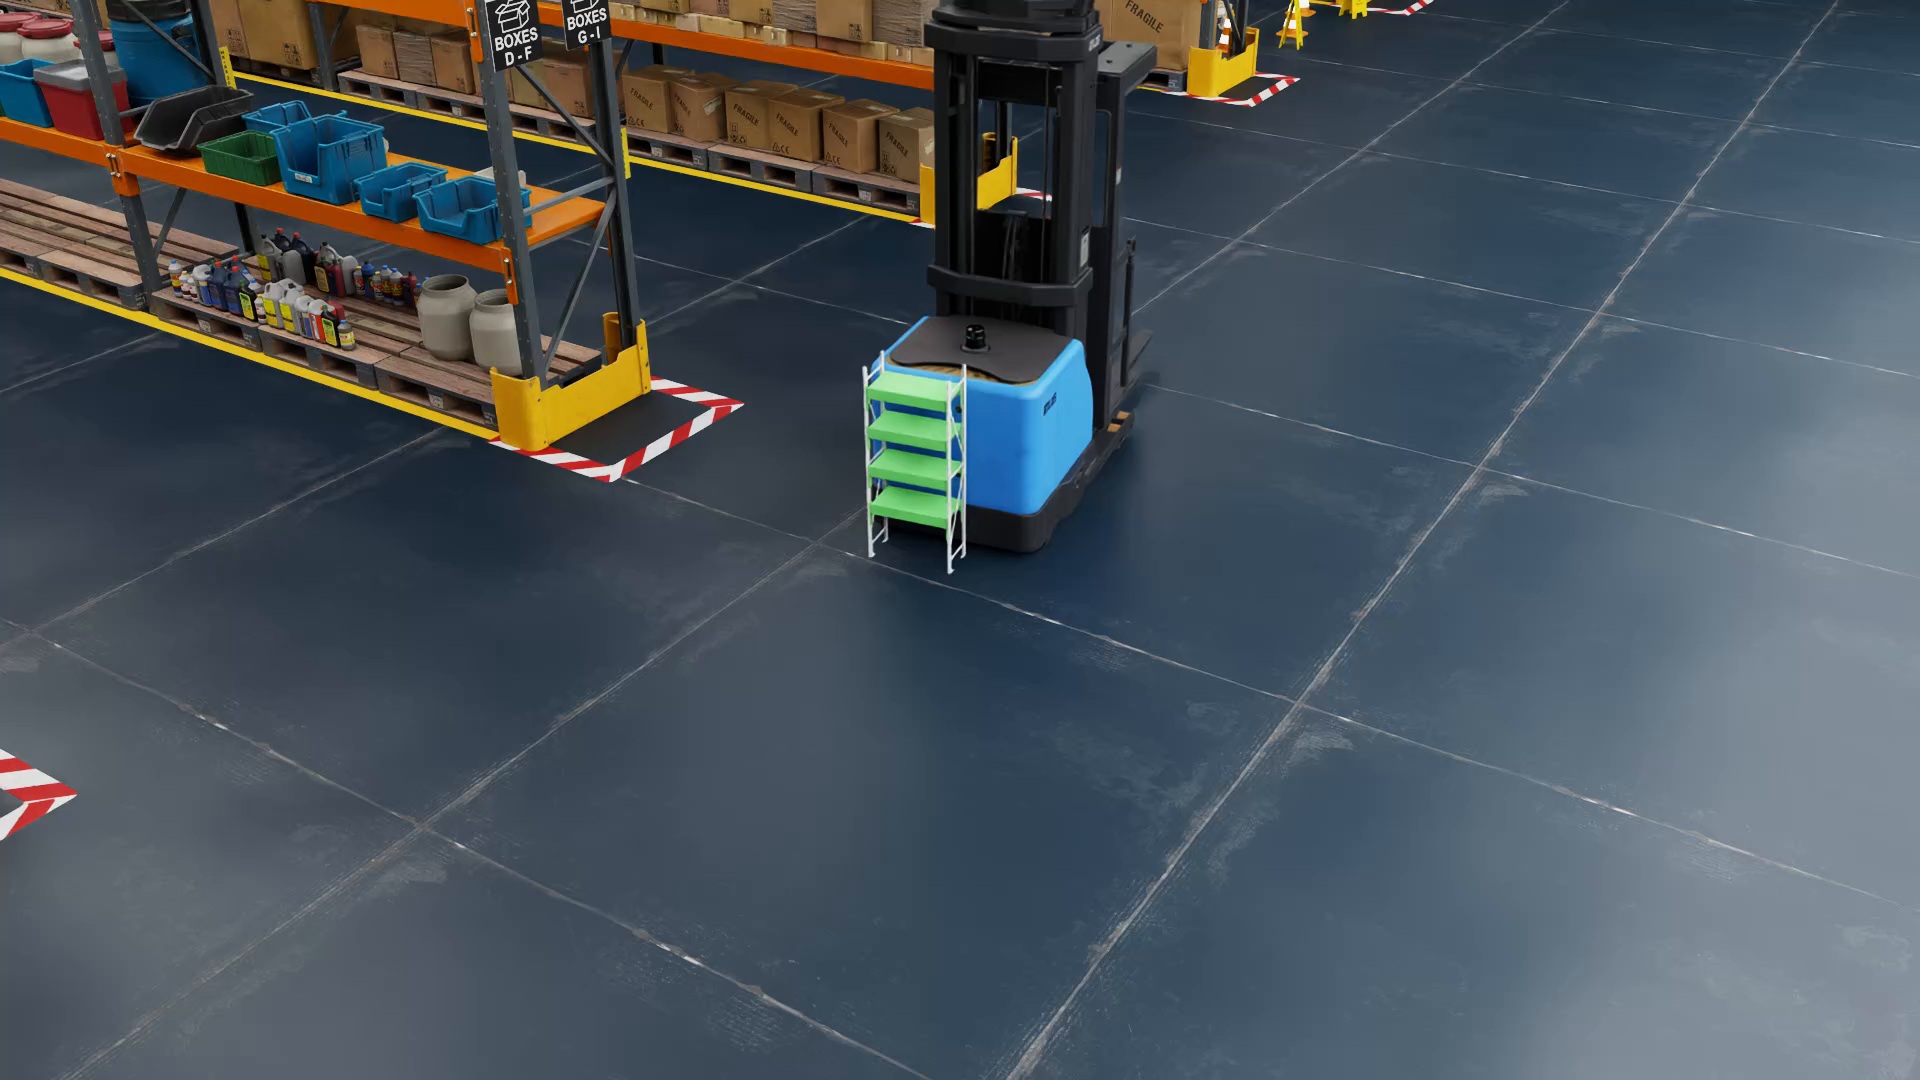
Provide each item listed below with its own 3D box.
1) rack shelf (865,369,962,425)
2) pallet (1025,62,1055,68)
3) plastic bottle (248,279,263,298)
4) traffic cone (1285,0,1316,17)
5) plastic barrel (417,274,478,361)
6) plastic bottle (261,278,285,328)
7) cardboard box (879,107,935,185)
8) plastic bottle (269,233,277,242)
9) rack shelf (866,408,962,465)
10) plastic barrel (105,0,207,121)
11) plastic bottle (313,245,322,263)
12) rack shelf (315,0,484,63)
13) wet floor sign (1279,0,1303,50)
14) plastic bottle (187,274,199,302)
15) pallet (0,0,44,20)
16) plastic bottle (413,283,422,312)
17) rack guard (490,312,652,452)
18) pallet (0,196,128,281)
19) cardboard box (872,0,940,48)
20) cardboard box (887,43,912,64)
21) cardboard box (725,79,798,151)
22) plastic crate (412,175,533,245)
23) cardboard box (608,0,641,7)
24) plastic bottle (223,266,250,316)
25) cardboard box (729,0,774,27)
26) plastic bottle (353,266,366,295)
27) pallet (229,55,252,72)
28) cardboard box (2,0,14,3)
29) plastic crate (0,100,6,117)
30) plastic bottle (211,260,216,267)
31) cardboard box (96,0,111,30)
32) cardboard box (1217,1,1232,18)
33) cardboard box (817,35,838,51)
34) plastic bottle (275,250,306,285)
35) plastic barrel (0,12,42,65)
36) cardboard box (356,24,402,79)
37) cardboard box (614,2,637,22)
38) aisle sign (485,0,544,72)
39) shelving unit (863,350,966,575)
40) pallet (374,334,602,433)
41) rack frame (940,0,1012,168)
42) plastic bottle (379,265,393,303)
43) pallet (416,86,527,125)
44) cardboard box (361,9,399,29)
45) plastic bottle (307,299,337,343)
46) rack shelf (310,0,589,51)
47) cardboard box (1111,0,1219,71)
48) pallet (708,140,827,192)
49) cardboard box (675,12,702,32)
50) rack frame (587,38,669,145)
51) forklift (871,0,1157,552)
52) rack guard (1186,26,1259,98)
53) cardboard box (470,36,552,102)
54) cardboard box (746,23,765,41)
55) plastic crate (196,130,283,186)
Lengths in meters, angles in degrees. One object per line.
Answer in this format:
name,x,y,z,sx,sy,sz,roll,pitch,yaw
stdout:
rack shelf,-0.246,-0.783,9.075,0.480,0.148,0.258,11,32,19
pallet,1.124,-5.655,19.233,1.213,0.211,1.003,18,35,27
plastic bottle,-5.104,-1.763,12.066,0.097,0.271,0.097,0,30,0
traffic cone,4.368,-6.960,21.221,0.334,0.463,0.336,18,35,27
plastic barrel,-3.506,-1.532,11.452,0.421,0.512,0.421,0,30,0
plastic bottle,-4.888,-1.707,11.891,0.185,0.351,0.144,17,34,27
cardboard box,-0.370,-3.537,14.901,0.500,0.500,0.500,25,39,36
plastic bottle,-5.289,-2.248,12.885,0.133,0.283,0.061,19,35,30
rack shelf,-0.246,-0.576,9.196,0.480,0.148,0.258,11,32,19
plastic barrel,-6.038,-3.668,12.564,0.708,0.901,0.600,18,35,27
plastic bottle,-4.850,-2.109,12.647,0.133,0.283,0.061,20,36,31
rack shelf,-4.177,-3.668,10.798,4.000,0.370,1.077,18,35,27
wet floor sign,3.949,-6.172,19.688,0.232,0.644,0.267,12,32,19
plastic bottle,-5.662,-1.873,12.325,0.097,0.201,0.097,0,30,0
pallet,-11.654,-6.835,21.257,1.213,0.211,1.003,18,35,27
plastic bottle,-3.941,-1.775,12.156,0.097,0.201,0.097,0,30,0
rack guard,-2.573,-1.068,11.084,0.348,0.500,1.175,18,35,27
pallet,-7.595,-2.535,13.885,1.213,0.211,1.003,18,35,27
cardboard box,-0.302,-4.592,14.250,0.500,0.500,0.875,18,35,27
cardboard box,-0.413,-4.208,14.236,0.250,0.149,0.380,18,35,27
cardboard box,-1.864,-4.027,15.740,0.500,0.500,0.500,14,33,23
plastic crate,-3.067,-2.089,10.502,0.616,0.251,0.499,18,35,27
cardboard box,-2.890,-5.358,15.562,0.500,0.500,0.875,18,35,27
plastic bottle,-5.248,-1.821,12.087,0.185,0.351,0.144,16,34,25
cardboard box,-1.607,-4.966,14.891,0.500,0.500,0.875,18,35,27
plastic bottle,-4.487,-1.948,12.452,0.097,0.201,0.097,0,30,0
pallet,-8.283,-5.771,19.432,1.213,0.211,1.003,18,35,27
cardboard box,-12.047,-7.430,21.201,0.875,0.875,0.875,18,35,27
plastic crate,-7.497,-3.473,12.937,0.662,0.188,0.450,18,35,27
plastic bottle,-5.490,-1.934,12.347,0.133,0.283,0.061,18,35,27
cardboard box,-9.461,-6.577,19.738,0.875,0.875,1.225,18,35,27
cardboard box,3.235,-6.748,21.170,0.380,0.149,0.250,-15,33,-24
cardboard box,-1.045,-4.411,14.584,0.250,0.149,0.380,18,35,27
plastic bottle,-5.068,-2.062,12.573,0.135,0.276,0.152,18,35,27
plastic barrel,-7.553,-3.940,13.392,0.433,0.535,0.433,0,30,0
cardboard box,-6.048,-5.344,17.977,0.500,0.500,0.700,16,34,25
cardboard box,-3.011,-4.966,15.535,0.250,0.149,0.380,18,35,27
aisle sign,-2.580,-3.124,9.549,0.004,0.787,0.394,18,35,27
shelving unit,-0.246,-0.424,9.285,0.503,1.200,0.258,11,32,19
pallet,-3.258,-1.163,11.534,1.213,0.211,1.003,18,35,27
rack frame,0.150,-4.261,14.078,0.127,3.000,1.000,18,35,27
plastic bottle,-4.229,-1.896,12.295,0.097,0.271,0.097,0,30,0
pallet,-4.936,-4.663,17.533,1.213,0.211,1.003,18,35,27
cardboard box,-6.043,-5.672,17.796,0.500,0.250,0.500,19,35,29
plastic bottle,-4.471,-1.545,11.688,0.135,0.276,0.152,18,35,28
rack shelf,-4.932,-5.558,17.014,4.000,0.370,1.077,18,35,27
cardboard box,2.263,-5.768,18.352,0.875,0.875,0.875,18,35,28
pallet,-1.613,-3.637,15.775,1.213,0.211,1.003,18,35,27
cardboard box,-2.378,-4.763,15.187,0.250,0.149,0.380,18,35,27
rack frame,-3.238,-5.333,15.914,0.127,3.000,1.000,18,35,27
forklift,0.502,-1.923,10.138,1.130,2.935,3.031,11,32,19
rack guard,2.892,-5.265,18.279,0.348,0.500,1.175,18,35,27
cardboard box,-4.615,-4.902,17.220,0.500,0.500,0.700,14,33,23
cardboard box,-1.703,-4.595,14.898,0.250,0.149,0.380,18,35,27
plastic crate,-4.872,-2.643,11.514,0.662,0.188,0.450,18,35,27
